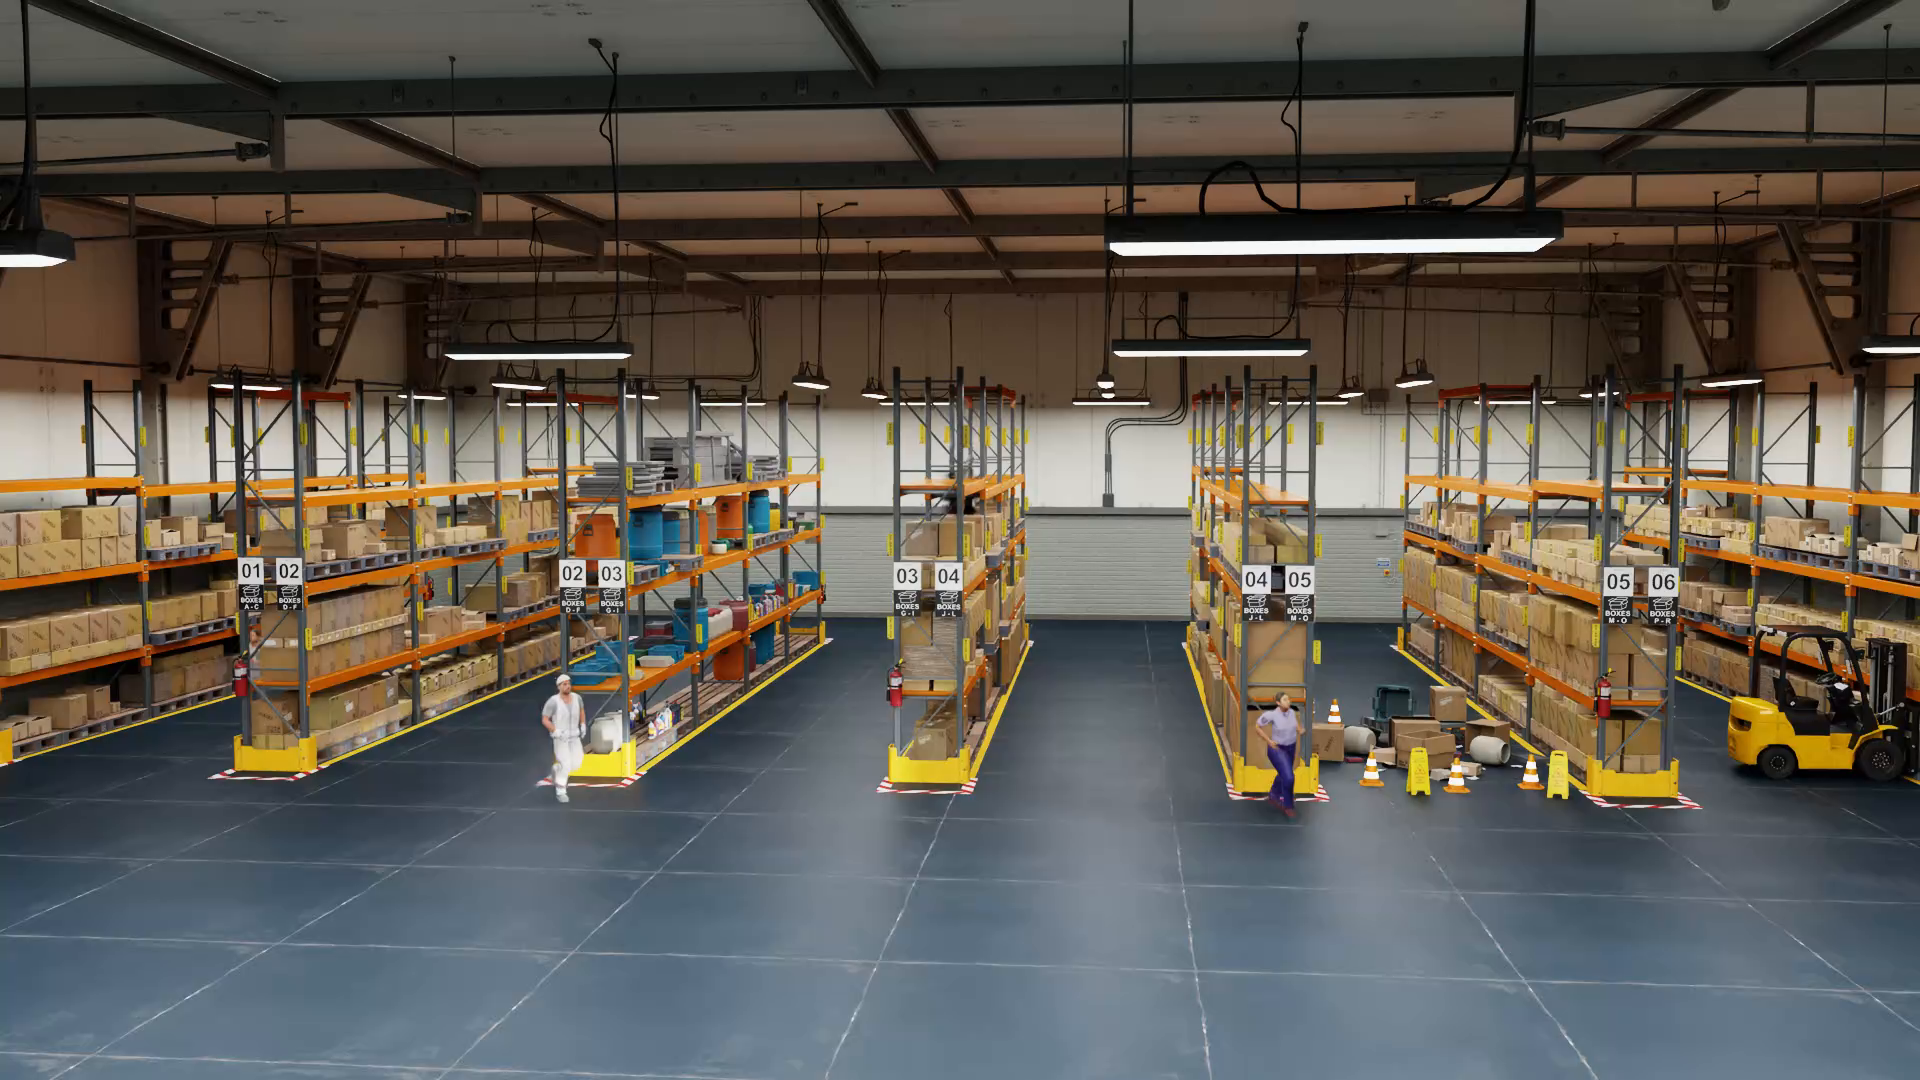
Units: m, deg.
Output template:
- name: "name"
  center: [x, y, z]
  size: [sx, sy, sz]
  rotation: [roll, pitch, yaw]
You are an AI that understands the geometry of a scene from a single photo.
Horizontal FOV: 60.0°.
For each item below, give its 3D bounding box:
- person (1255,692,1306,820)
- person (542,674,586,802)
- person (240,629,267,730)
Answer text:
- name: "person"
  center: [4.228, 2.836, 21.917]
  size: [0.603, 1.703, 0.715]
  rotation: [-3, 4, -37]
- name: "person"
  center: [-5.450, 2.714, 22.925]
  size: [0.684, 1.750, 0.671]
  rotation: [-3, 5, -42]
- name: "person"
  center: [-12.155, 2.364, 28.615]
  size: [0.558, 1.678, 0.940]
  rotation: [0, 4, -4]
